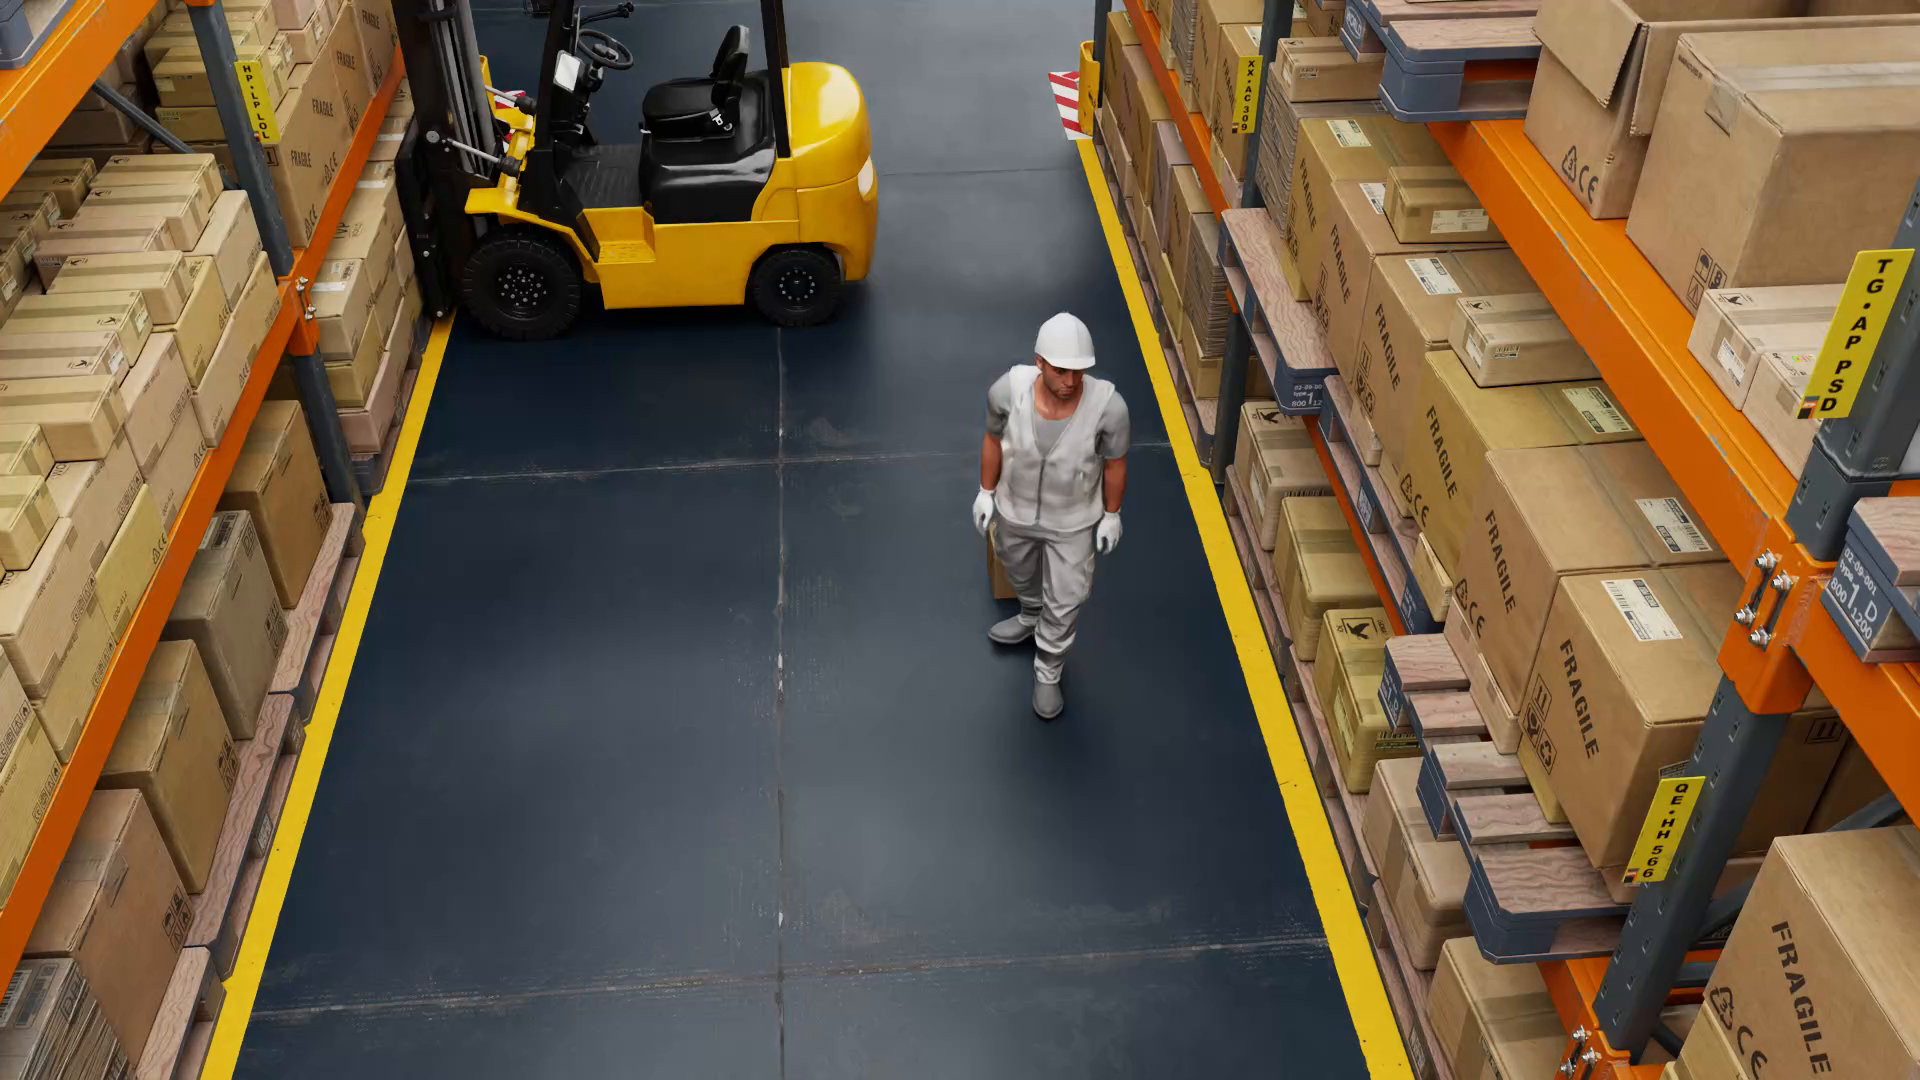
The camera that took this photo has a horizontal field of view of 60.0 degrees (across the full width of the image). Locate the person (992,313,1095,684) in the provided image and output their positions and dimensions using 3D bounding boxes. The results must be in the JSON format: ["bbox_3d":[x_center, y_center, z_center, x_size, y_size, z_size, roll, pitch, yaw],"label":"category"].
[{"bbox_3d":[11.389,-10.316,18.986,11.643,1.778,38.200,11,40,14],"label":"person"}]
